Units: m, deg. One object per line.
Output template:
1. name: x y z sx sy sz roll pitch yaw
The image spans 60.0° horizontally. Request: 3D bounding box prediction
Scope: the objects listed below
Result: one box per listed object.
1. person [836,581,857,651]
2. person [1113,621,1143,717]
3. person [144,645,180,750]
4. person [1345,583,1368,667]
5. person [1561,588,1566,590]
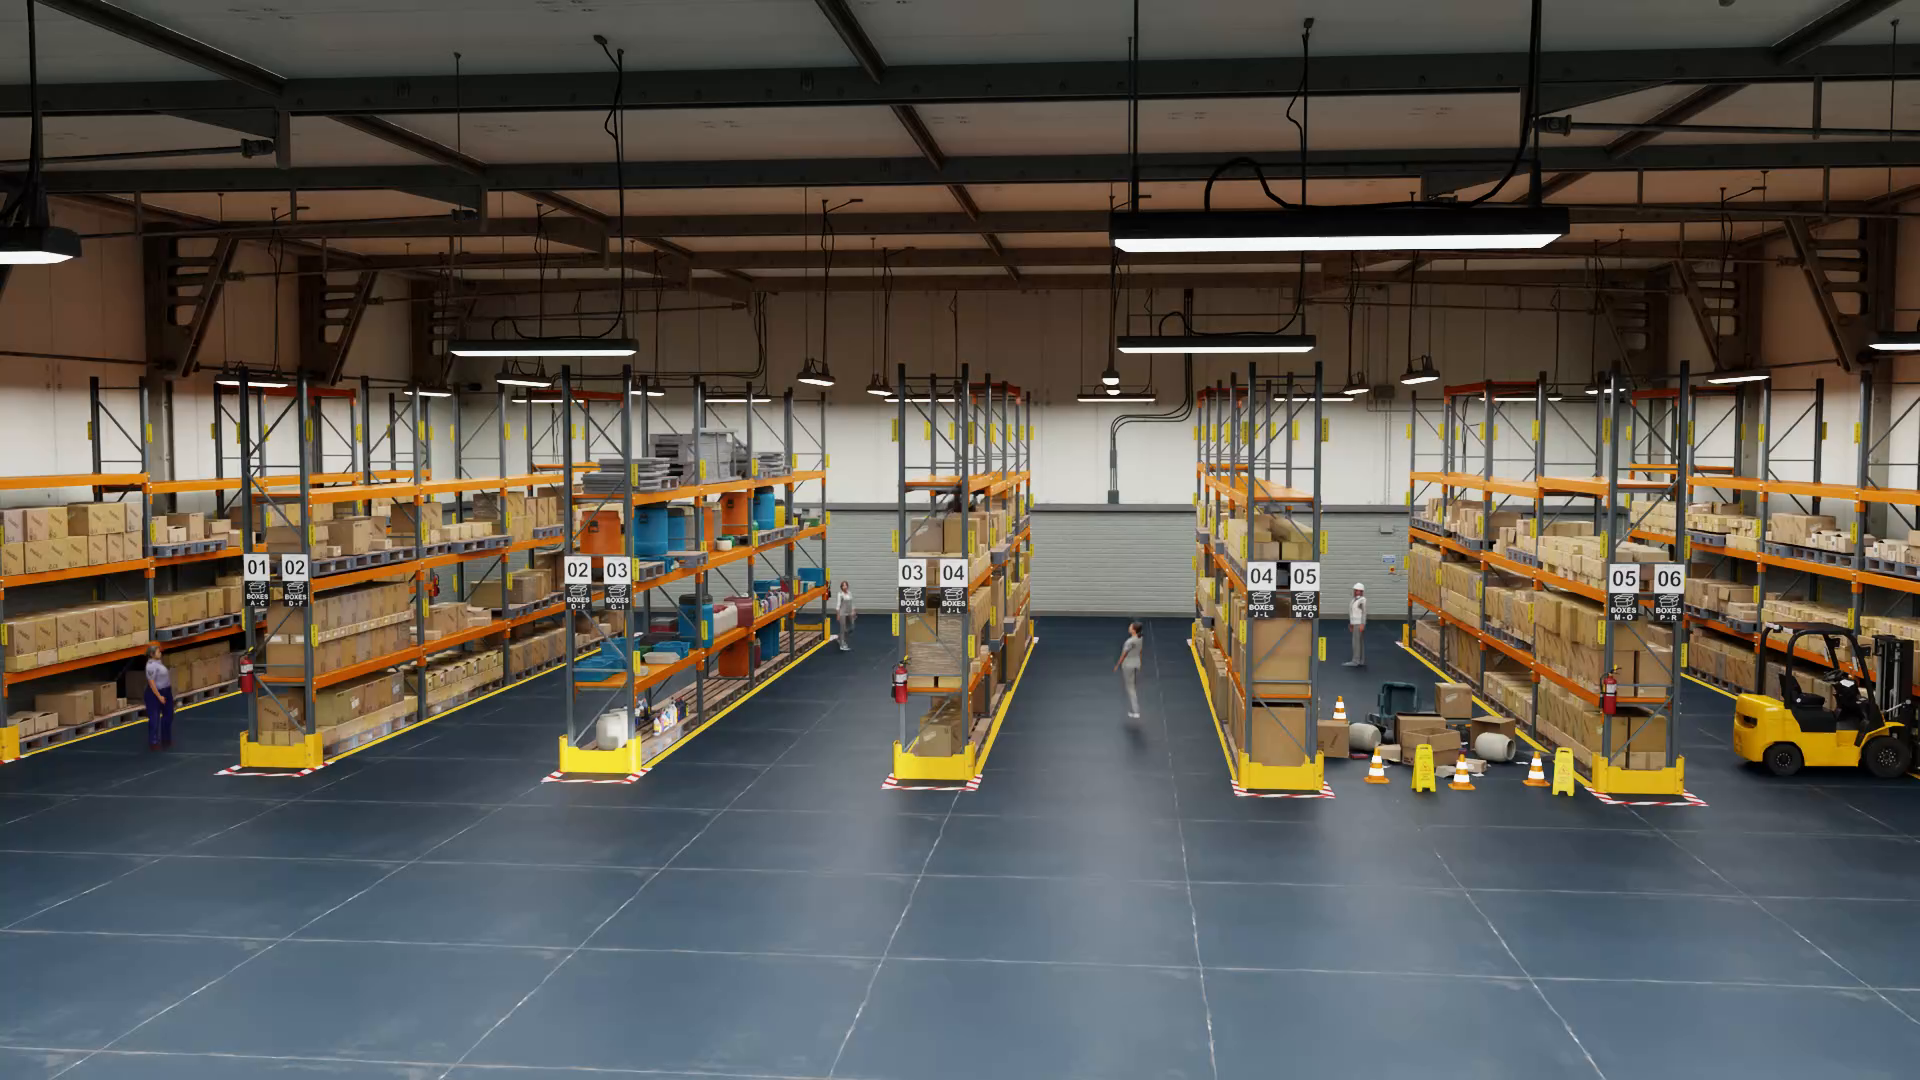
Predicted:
1. person: -2.658 1.748 38.407 0.470 1.589 0.426 3 5 38
2. person: 2.924 2.236 28.560 0.497 1.716 0.521 -3 4 -35
3. person: -12.644 2.502 26.372 0.510 1.687 0.635 1 4 20
4. person: 8.551 1.821 35.901 0.483 1.775 0.584 1 4 10
5. person: 12.492 1.898 34.585 0.467 1.789 0.618 2 4 25
